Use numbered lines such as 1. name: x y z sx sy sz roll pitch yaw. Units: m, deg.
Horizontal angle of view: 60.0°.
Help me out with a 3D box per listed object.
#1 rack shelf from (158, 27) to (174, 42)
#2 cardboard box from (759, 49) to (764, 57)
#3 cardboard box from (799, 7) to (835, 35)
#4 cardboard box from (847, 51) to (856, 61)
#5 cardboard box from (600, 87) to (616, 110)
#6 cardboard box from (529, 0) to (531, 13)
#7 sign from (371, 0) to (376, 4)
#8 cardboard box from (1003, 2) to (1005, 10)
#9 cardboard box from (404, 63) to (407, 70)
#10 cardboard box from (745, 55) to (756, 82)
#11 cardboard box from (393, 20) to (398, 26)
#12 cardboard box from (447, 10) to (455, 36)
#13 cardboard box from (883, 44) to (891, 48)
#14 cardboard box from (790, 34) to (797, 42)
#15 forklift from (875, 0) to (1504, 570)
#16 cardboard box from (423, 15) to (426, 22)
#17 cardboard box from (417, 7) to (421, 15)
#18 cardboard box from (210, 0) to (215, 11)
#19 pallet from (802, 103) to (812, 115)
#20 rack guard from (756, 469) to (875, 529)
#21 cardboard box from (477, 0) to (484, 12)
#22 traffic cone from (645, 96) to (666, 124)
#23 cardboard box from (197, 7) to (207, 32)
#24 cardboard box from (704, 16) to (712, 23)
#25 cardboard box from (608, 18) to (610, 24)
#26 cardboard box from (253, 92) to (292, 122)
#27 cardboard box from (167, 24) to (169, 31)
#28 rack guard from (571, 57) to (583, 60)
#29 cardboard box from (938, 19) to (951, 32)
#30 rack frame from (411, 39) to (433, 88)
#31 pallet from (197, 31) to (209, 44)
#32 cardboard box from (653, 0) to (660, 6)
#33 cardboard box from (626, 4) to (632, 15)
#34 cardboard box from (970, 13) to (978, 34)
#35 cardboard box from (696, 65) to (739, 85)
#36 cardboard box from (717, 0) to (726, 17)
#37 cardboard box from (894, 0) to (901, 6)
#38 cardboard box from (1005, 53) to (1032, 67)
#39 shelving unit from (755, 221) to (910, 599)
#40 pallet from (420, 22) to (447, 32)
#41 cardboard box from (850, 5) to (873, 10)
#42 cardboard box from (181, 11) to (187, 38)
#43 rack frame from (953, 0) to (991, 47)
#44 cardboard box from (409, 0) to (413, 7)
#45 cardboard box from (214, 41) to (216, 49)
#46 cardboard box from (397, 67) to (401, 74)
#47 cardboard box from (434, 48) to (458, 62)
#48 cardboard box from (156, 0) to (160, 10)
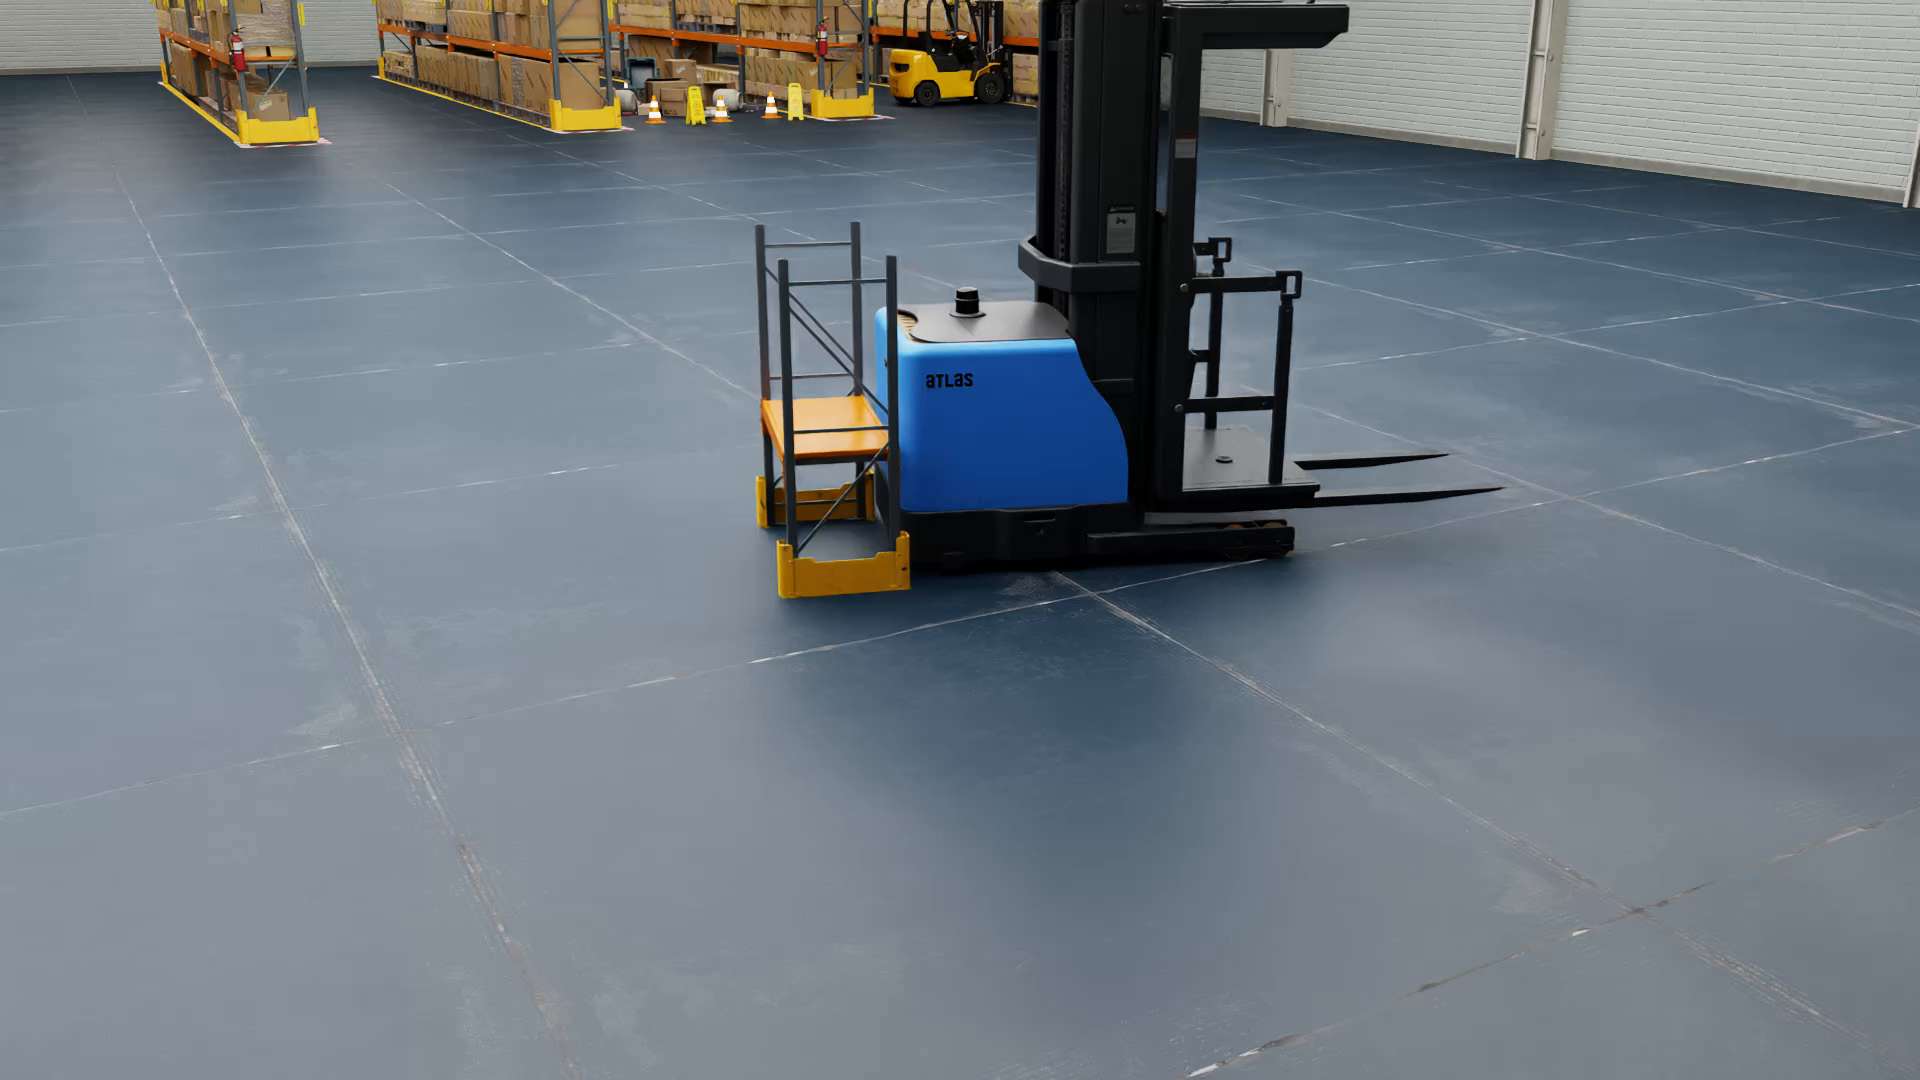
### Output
1. rack shelf: -17.524 -11.475 37.890 1.077 0.370 4.000 -10 21 -27
2. cardboard box: -3.759 -9.635 32.884 0.380 0.149 0.250 -9 21 -25
3. cardboard box: -2.654 -9.632 30.837 0.500 0.500 0.500 -10 22 -28
4. cardboard box: -2.456 -11.797 40.910 0.500 0.500 0.500 -9 21 -24
5. cardboard box: -6.722 -8.216 31.172 0.500 0.500 0.500 -6 20 -17
6. cardboard box: -7.093 -9.554 29.336 0.875 0.550 0.550 -10 21 -27
7. sign: -14.538 -13.453 41.194 0.100 0.325 0.005 -10 21 -27
8. cardboard box: 0.950 -11.024 34.332 0.380 0.149 0.250 -10 22 -28
9. cardboard box: -12.872 -11.163 39.153 0.380 0.149 0.250 -11 22 -29
10. cardboard box: -4.011 -9.521 33.547 0.500 0.500 0.500 -9 21 -24
11. cardboard box: -13.308 -12.345 39.693 0.380 0.149 0.250 -10 21 -26
12. cardboard box: -10.286 -10.708 34.412 0.500 0.500 0.500 -10 21 -26
13. cardboard box: -1.662 -11.999 40.501 0.380 0.149 0.250 -9 21 -25
14. cardboard box: -2.990 -9.488 31.414 0.380 0.149 0.250 -10 21 -26
15. forklift: 1.135 -1.457 7.861 3.031 2.935 1.130 -3 19 -9
16. cardboard box: -11.383 -11.276 35.953 0.380 0.149 0.250 -11 22 -29
17. cardboard box: -11.634 -11.567 36.340 0.380 0.149 0.250 -10 22 -28
18. cardboard box: -12.309 -9.149 27.905 0.500 0.500 0.500 -10 21 -27
19. pallet: -2.545 -8.273 31.784 1.003 0.211 1.213 -10 21 -27
20. rack guard: -0.724 -0.207 8.348 0.587 0.250 0.087 -4 19 -11
21. cardboard box: -9.088 -10.637 32.674 0.700 0.500 0.500 -10 21 -26
22. traffic cone: -5.465 -7.708 29.761 0.336 0.463 0.334 -10 21 -27
23. cardboard box: -13.679 -9.675 30.768 0.797 0.503 0.637 -8 20 -21
24. cardboard box: -5.237 -11.114 35.482 0.380 0.149 0.250 -9 21 -25
25. cardboard box: -8.547 -13.063 41.237 0.500 0.500 0.500 -11 22 -28
26. cardboard box: -11.157 -6.995 26.992 0.500 0.500 0.500 -6 20 -17
27. cardboard box: -17.373 -11.380 36.898 0.380 0.149 0.250 -10 21 -26
28. rack guard: -9.763 -12.749 44.312 1.175 0.500 0.348 -10 21 -27
29. cardboard box: -0.156 -11.282 36.459 0.500 0.250 0.500 -9 21 -25
30. rack frame: -12.161 -11.980 38.251 1.000 3.000 0.127 -10 21 -27
31. pallet: -13.698 -9.440 31.184 1.003 0.211 1.213 -10 21 -27
32. cardboard box: -6.680 -12.401 37.786 0.500 0.500 0.500 -10 21 -26
33. cardboard box: -7.619 -12.626 39.586 0.500 0.250 0.500 -10 21 -26
34. cardboard box: 0.556 -10.982 35.204 0.500 0.500 0.500 -10 21 -26
35. cardboard box: -5.336 -10.209 36.505 0.950 0.372 0.625 -10 22 -28
36. cardboard box: -4.711 -11.105 34.461 0.500 0.500 0.500 -10 21 -26
37. cardboard box: -1.287 -12.395 38.305 0.380 0.149 0.250 -10 21 -26
38. cardboard box: 1.223 -9.845 34.103 0.500 0.250 0.500 -10 21 -26
39. shelving unit: -0.621 -0.639 7.683 0.587 1.500 1.083 -4 19 -11
40. pallet: -11.237 -11.303 36.583 1.003 0.211 1.213 -10 21 -27
41. cardboard box: -2.372 -12.778 40.149 0.500 0.250 0.500 -11 22 -29
42. cardboard box: -15.358 -10.387 33.481 0.500 0.500 0.500 -10 22 -27
43. rack frame: 0.313 -11.249 36.133 1.000 3.000 0.127 -10 21 -27
44. cardboard box: -12.005 -11.931 36.940 0.380 0.149 0.250 -10 22 -27
45. cardboard box: -12.687 -8.576 28.771 0.380 0.149 0.250 -10 21 -27
46. cardboard box: -13.347 -11.337 40.115 0.380 0.149 0.250 -10 21 -27
47. cardboard box: -11.066 -10.502 36.007 0.500 0.250 0.500 -10 21 -26
48. cardboard box: -18.246 -12.490 38.353 0.500 0.500 0.500 -11 22 -28
